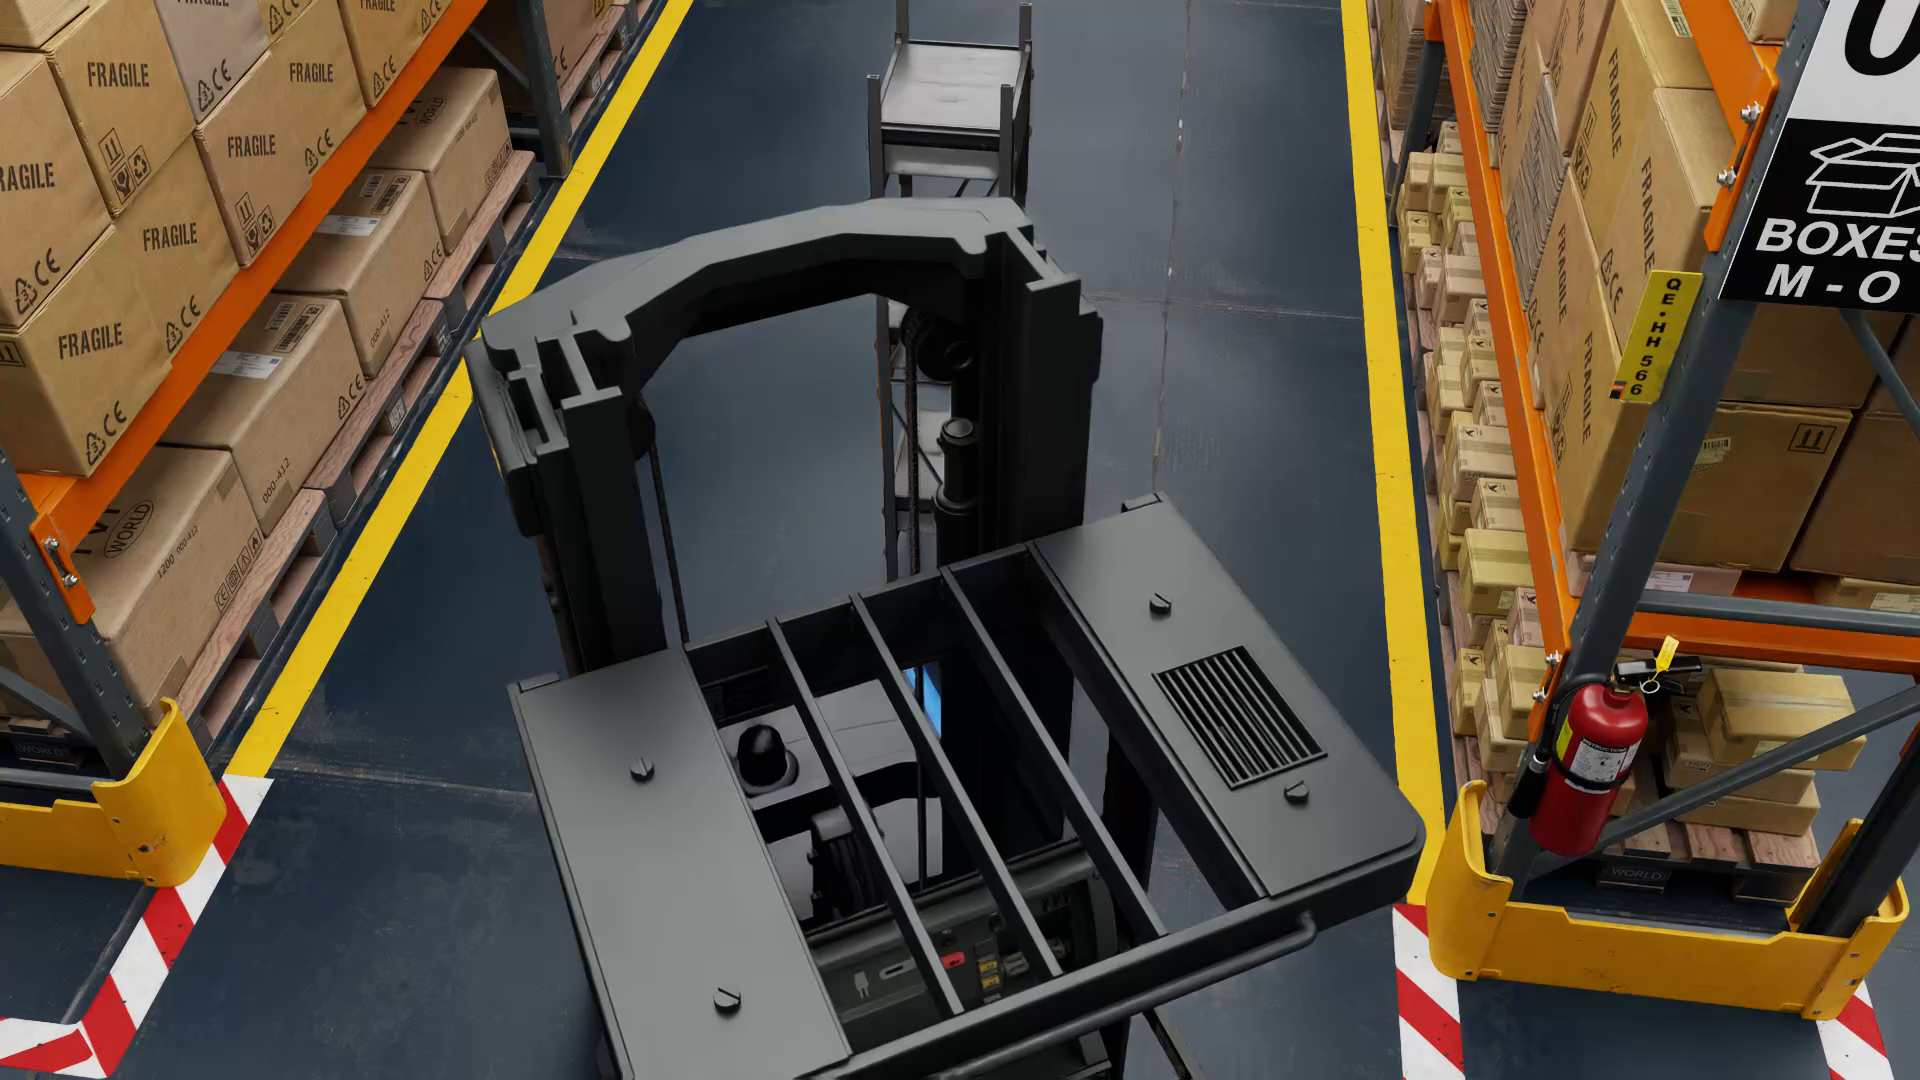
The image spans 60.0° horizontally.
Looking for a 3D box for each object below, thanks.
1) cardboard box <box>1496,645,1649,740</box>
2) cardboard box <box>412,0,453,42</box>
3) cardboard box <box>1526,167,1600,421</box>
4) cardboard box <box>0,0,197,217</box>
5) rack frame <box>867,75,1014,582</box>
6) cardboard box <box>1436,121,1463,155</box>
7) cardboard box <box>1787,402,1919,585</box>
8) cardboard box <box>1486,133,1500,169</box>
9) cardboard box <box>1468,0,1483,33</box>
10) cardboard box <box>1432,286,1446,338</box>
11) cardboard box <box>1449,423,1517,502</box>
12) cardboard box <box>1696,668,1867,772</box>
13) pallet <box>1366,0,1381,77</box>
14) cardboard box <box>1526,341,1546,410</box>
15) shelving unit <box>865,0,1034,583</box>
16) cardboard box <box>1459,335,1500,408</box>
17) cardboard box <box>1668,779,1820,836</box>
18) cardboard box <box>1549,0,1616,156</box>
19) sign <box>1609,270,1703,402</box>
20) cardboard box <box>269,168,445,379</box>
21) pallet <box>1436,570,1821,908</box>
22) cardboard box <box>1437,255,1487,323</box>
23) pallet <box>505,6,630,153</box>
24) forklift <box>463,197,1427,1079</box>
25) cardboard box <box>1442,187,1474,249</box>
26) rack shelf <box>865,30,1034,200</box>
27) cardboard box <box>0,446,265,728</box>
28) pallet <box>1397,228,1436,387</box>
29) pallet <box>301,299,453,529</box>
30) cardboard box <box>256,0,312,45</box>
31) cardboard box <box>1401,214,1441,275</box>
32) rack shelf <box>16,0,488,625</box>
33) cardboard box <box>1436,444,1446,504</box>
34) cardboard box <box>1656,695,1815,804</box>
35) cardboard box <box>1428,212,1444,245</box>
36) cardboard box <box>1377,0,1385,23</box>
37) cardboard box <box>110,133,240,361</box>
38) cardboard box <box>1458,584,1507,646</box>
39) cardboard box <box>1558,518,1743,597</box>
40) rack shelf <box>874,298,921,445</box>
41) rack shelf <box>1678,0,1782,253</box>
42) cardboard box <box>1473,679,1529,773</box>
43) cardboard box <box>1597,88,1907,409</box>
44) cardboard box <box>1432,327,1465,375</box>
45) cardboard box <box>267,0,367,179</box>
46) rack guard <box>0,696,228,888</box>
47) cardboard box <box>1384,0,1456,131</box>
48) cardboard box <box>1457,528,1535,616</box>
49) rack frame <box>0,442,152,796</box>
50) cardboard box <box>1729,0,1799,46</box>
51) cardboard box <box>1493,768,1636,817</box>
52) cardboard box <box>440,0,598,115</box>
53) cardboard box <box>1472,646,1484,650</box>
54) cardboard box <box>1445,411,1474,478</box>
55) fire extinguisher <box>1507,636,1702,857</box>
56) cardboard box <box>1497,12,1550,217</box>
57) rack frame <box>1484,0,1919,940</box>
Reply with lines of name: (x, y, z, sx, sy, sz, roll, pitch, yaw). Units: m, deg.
cardboard box: (1.802, 0.465, 4.913, 0.380, 0.149, 0.250, 6, 44, 6)
cardboard box: (-2.279, -2.271, 6.394, 0.500, 0.500, 0.500, 4, 44, 4)
cardboard box: (1.860, -0.642, 4.458, 0.500, 0.500, 0.500, 5, 44, 5)
cardboard box: (-2.530, -1.252, 4.591, 0.500, 0.500, 0.500, 4, 44, 4)
rack frame: (-0.054, -0.483, 5.233, 0.400, 2.100, 0.015, 5, 44, 6)
cardboard box: (2.261, -1.661, 7.158, 0.380, 0.149, 0.250, 7, 44, 7)
cardboard box: (2.316, -0.243, 4.036, 0.500, 0.500, 0.500, 7, 44, 7)
cardboard box: (2.024, -1.387, 5.716, 0.380, 0.149, 0.250, 7, 44, 7)
cardboard box: (2.138, -2.036, 5.929, 0.500, 0.500, 0.500, 5, 44, 5)
cardboard box: (2.145, -0.909, 6.797, 0.380, 0.149, 0.250, 4, 44, 5)
cardboard box: (1.878, -0.248, 5.665, 0.380, 0.149, 0.250, 7, 44, 7)
cardboard box: (2.389, 0.523, 4.852, 0.380, 0.149, 0.250, 3, 44, 4)
pallet: (2.772, -2.896, 9.155, 1.003, 0.211, 1.213, 5, 44, 6)
cardboard box: (1.845, -0.489, 4.767, 0.380, 0.149, 0.250, 6, 44, 7)
shelving unit: (-0.022, -0.650, 5.409, 0.431, 2.100, 0.503, 5, 44, 6)
cardboard box: (2.029, -0.598, 6.036, 0.380, 0.149, 0.250, 5, 44, 6)
cardboard box: (2.370, 0.737, 5.058, 0.380, 0.149, 0.250, 6, 44, 6)
cardboard box: (1.924, -1.360, 4.489, 0.500, 0.500, 0.500, 7, 44, 8)
sign: (1.435, -0.417, 3.437, 0.100, 0.325, 0.005, 5, 44, 6)
cardboard box: (-2.715, -1.119, 6.808, 0.875, 0.438, 0.875, 4, 44, 4)
pallet: (2.135, 0.593, 5.471, 1.003, 0.211, 1.213, 5, 44, 6)
cardboard box: (2.055, -0.956, 6.414, 0.380, 0.149, 0.250, 6, 44, 6)
pallet: (-2.381, -2.445, 8.679, 1.003, 0.211, 1.213, 5, 44, 6)
forklift: (-0.041, 1.002, 3.060, 1.130, 2.935, 3.031, -16, 46, -17)
cardboard box: (2.181, -1.302, 6.779, 0.380, 0.149, 0.250, 5, 44, 5)
rack shelf: (-0.022, -1.148, 4.937, 0.431, 0.518, 0.480, 5, 44, 6)
cardboard box: (-2.949, 0.120, 5.500, 0.875, 0.438, 0.875, 4, 44, 4)
pallet: (2.458, -1.070, 7.227, 1.003, 0.211, 1.213, 5, 44, 6)
pallet: (-2.745, -0.567, 6.696, 1.003, 0.211, 1.213, 5, 44, 6)
cardboard box: (-2.404, -1.944, 5.321, 0.500, 0.500, 0.500, 5, 44, 6)
cardboard box: (2.110, -1.261, 7.168, 0.380, 0.149, 0.250, 6, 44, 7)
rack shelf: (-2.673, -1.301, 5.965, 1.077, 0.370, 4.000, 5, 44, 6)
cardboard box: (1.947, -0.203, 6.051, 0.380, 0.149, 0.250, 6, 44, 6)
cardboard box: (2.307, 0.623, 4.962, 0.380, 0.149, 0.250, 7, 44, 7)
cardboard box: (2.202, -1.371, 7.068, 0.380, 0.149, 0.250, 6, 44, 6)
cardboard box: (2.500, -3.015, 8.765, 0.500, 0.500, 0.500, 4, 44, 5)
cardboard box: (-2.550, -0.883, 4.929, 0.500, 0.500, 0.500, 5, 44, 5)
cardboard box: (1.837, 0.217, 5.391, 0.380, 0.149, 0.250, 4, 44, 4)
cardboard box: (1.746, 0.026, 4.224, 0.380, 0.149, 0.250, 5, 44, 6)
rack shelf: (-0.022, -0.640, 5.418, 0.431, 0.518, 0.480, 5, 44, 6)
rack shelf: (2.247, -2.009, 4.531, 1.077, 0.370, 4.000, 5, 44, 6)
cardboard box: (1.770, 0.571, 5.017, 0.380, 0.149, 0.250, 4, 44, 4)
cardboard box: (1.797, -0.660, 3.749, 0.500, 0.500, 0.500, 4, 44, 5)
cardboard box: (2.011, -0.666, 6.323, 0.380, 0.149, 0.250, 5, 44, 5)
cardboard box: (-2.415, -1.571, 5.655, 0.500, 0.500, 0.500, 7, 44, 7)
rack guard: (-2.940, 0.725, 5.121, 1.175, 0.500, 0.348, 5, 44, 6)
cardboard box: (2.360, -2.316, 8.027, 0.500, 0.500, 0.500, 4, 44, 5)
cardboard box: (1.800, 0.111, 5.286, 0.380, 0.149, 0.250, 4, 44, 5)
rack frame: (-2.937, -0.199, 4.278, 1.000, 3.000, 0.127, 5, 44, 6)
cardboard box: (1.781, -1.187, 3.249, 0.500, 0.250, 0.500, 4, 44, 5)
cardboard box: (1.846, 0.687, 5.111, 0.380, 0.149, 0.250, 6, 44, 6)
cardboard box: (-2.406, -2.736, 8.197, 0.875, 0.875, 0.875, 6, 44, 7)
cardboard box: (1.900, 0.331, 5.487, 0.380, 0.149, 0.250, 5, 44, 5)
cardboard box: (1.945, -0.310, 5.948, 0.380, 0.149, 0.250, 7, 44, 8)
fire extinguisher: (1.492, 0.475, 3.894, 0.296, 0.674, 0.183, 5, 44, 6)
cardboard box: (1.994, -1.328, 5.181, 0.500, 0.500, 0.500, 7, 44, 8)
rack frame: (1.983, 0.182, 3.876, 1.000, 3.000, 0.127, 5, 44, 6)
